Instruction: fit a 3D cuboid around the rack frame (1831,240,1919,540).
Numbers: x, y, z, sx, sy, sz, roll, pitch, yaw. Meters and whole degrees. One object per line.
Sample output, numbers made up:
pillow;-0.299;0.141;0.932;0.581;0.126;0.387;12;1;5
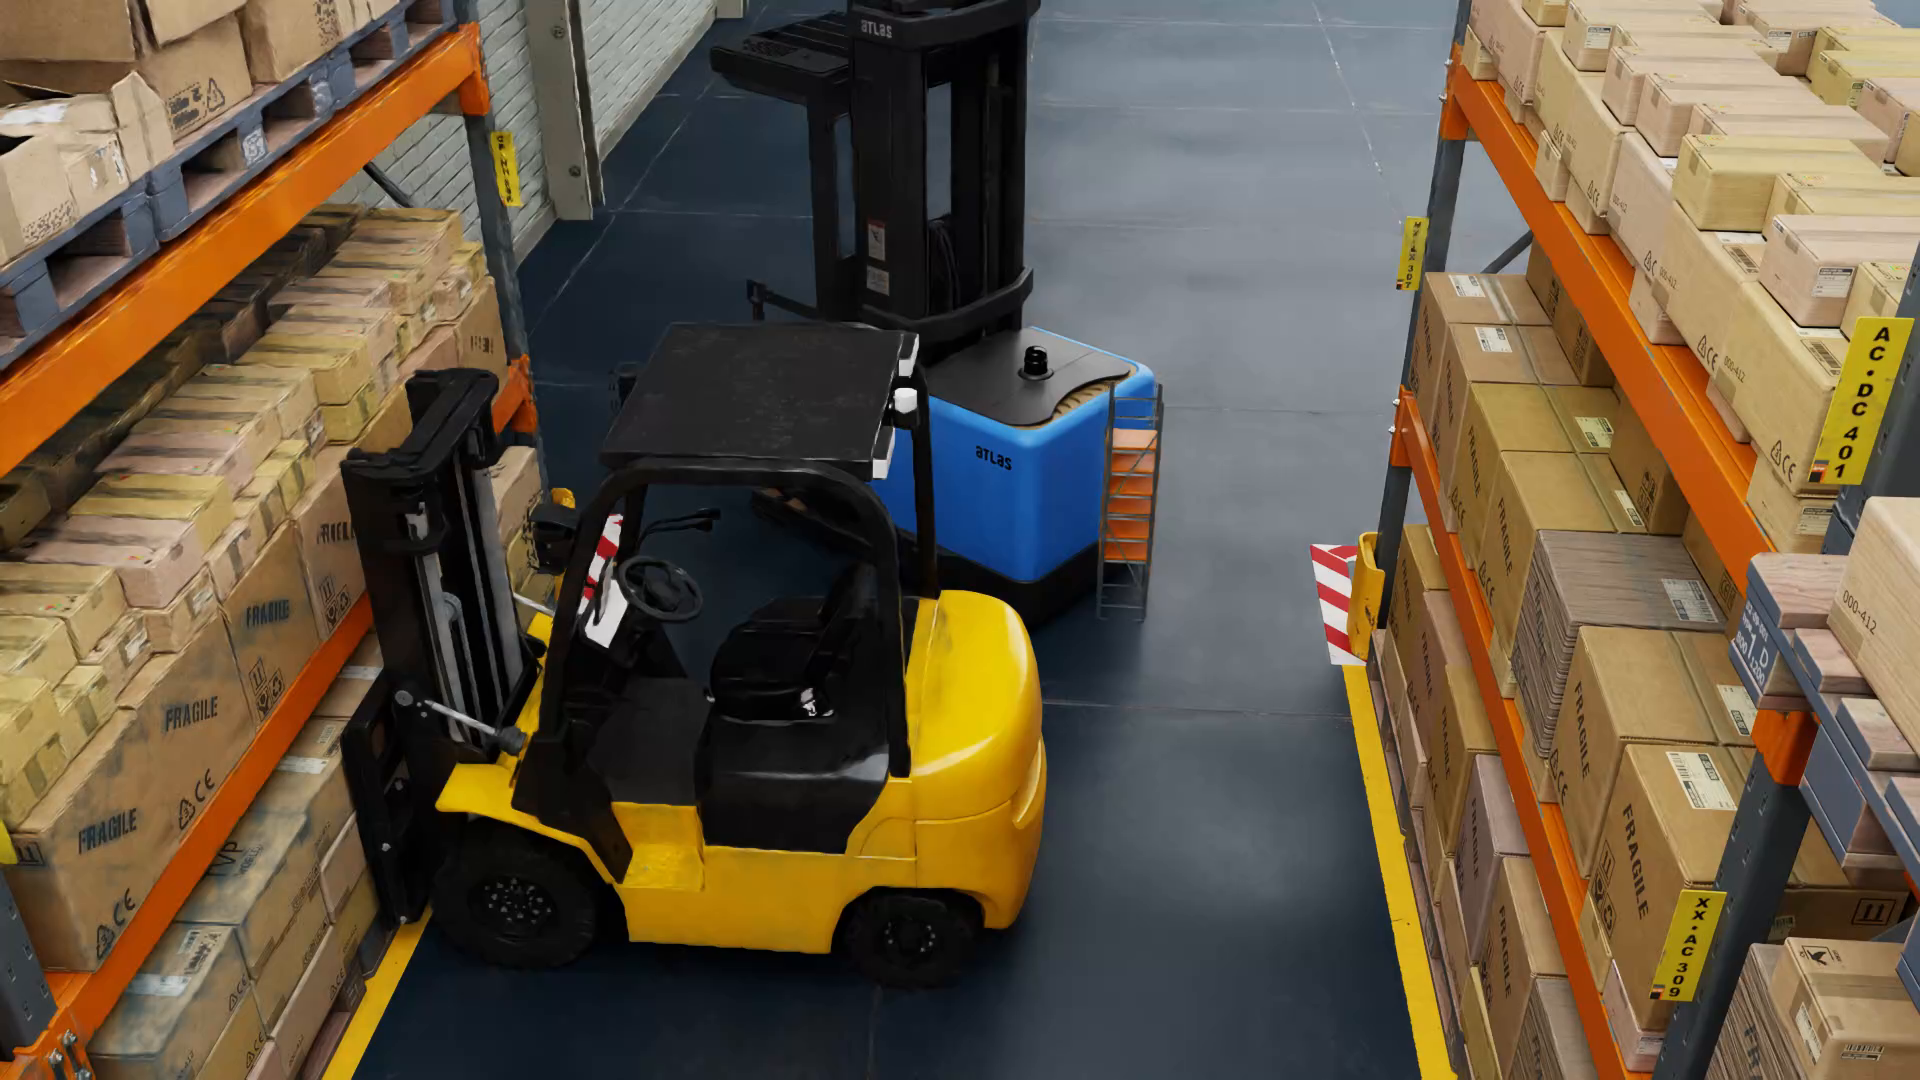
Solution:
rack frame;2.130;-1.279;2.248;1.000;3.000;0.127;2;32;4

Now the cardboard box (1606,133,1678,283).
cardboard box;1.994;-0.837;4.250;0.500;0.250;0.500;2;32;3

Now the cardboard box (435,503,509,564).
cardboard box;-2.254;0.061;7.060;0.500;0.250;0.500;3;32;5

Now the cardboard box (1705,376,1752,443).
cardboard box;1.957;-0.336;3.817;0.380;0.149;0.250;3;32;4

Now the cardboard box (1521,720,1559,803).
cardboard box;1.932;0.669;5.044;0.380;0.149;0.250;2;32;3

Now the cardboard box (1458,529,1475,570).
cardboard box;2.059;-0.006;6.140;0.380;0.149;0.250;3;32;5

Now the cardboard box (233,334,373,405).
cardboard box;-2.315;-0.604;5.874;0.380;0.149;0.250;3;32;5

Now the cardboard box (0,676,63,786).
cardboard box;-2.496;0.465;4.138;0.380;0.149;0.250;3;32;5

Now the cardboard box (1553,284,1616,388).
cardboard box;2.583;-0.871;5.972;0.700;0.500;0.500;3;32;4

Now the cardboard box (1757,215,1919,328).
cardboard box;1.883;-0.549;3.402;0.380;0.149;0.250;2;32;3

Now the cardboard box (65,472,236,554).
cardboard box;-2.435;-0.076;5.017;0.380;0.149;0.250;2;32;3

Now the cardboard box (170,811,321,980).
cardboard box;-2.414;1.124;5.334;0.500;0.250;0.500;3;32;4

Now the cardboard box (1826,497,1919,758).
cardboard box;1.683;0.171;2.496;0.500;0.250;0.500;2;32;3

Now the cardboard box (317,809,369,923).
cardboard box;-2.379;1.078;5.885;0.500;0.250;0.500;2;32;4

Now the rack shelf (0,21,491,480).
rack shelf;-2.655;-0.952;5.262;1.077;0.370;4.000;2;32;4

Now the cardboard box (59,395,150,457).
cardboard box;-2.905;-0.360;5.478;0.380;0.149;0.250;3;32;5

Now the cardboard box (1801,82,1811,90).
cardboard box;2.564;-1.079;4.642;0.500;0.250;0.500;3;32;4

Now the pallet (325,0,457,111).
pallet;-2.575;-1.898;6.195;1.003;0.211;1.213;2;32;4

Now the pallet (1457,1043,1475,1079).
pallet;2.149;2.109;5.126;1.003;0.211;1.213;2;32;4

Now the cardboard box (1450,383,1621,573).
cardboard box;2.061;-0.213;5.857;0.500;0.500;0.500;2;32;3

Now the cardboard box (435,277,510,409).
cardboard box;-2.270;-0.801;7.095;0.500;0.500;0.500;2;32;3

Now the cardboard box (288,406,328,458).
cardboard box;-2.431;-0.354;5.751;0.380;0.149;0.250;2;32;4

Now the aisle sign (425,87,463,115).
aisle sign;-2.194;-2.155;6.910;0.394;0.787;0.004;2;32;4

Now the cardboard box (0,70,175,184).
cardboard box;-2.394;-1.139;4.513;0.396;0.266;0.258;2;32;3

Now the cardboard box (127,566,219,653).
cardboard box;-2.422;0.192;4.866;0.380;0.149;0.250;3;32;5

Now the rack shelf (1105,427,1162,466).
rack shelf;0.801;-0.432;7.700;0.258;0.103;0.180;3;32;3

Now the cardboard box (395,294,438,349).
cardboard box;-2.314;-0.884;6.612;0.380;0.149;0.250;3;32;5

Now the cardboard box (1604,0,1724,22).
cardboard box;2.118;-1.627;5.151;0.380;0.149;0.250;2;32;4

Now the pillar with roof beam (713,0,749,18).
pillar with roof beam;1.821;-9.346;15.338;9.100;9.000;0.400;2;32;4

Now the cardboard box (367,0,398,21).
cardboard box;-2.257;-1.972;5.975;0.380;0.149;0.250;2;32;3

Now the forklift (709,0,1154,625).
forklift;-0.487;-1.483;8.363;3.031;2.935;1.130;24;39;34

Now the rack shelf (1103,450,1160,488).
rack shelf;0.799;-0.330;7.764;0.258;0.103;0.180;3;32;3

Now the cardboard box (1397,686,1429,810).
cardboard box;2.065;0.852;6.730;0.500;0.250;0.500;4;32;6

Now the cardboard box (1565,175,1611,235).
cardboard box;2.023;-1.012;4.913;0.380;0.149;0.250;2;32;3

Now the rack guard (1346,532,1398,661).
rack guard;2.449;0.287;7.807;1.175;0.500;0.348;2;32;4

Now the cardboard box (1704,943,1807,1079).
cardboard box;1.806;1.160;3.230;0.500;0.500;0.500;3;32;5

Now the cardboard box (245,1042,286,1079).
cardboard box;-2.448;1.818;5.162;0.500;0.250;0.500;3;32;4

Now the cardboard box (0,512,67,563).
cardboard box;-2.936;0.033;5.123;0.380;0.149;0.250;3;32;6

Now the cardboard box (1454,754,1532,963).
cardboard box;1.991;1.094;5.622;0.500;0.500;0.500;4;32;7

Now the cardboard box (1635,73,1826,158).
cardboard box;1.977;-1.091;4.282;0.380;0.149;0.250;3;32;5

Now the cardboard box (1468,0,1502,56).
cardboard box;2.149;-1.905;5.982;0.500;0.250;0.500;2;32;3

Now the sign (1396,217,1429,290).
sign;1.915;-1.208;7.027;0.100;0.325;0.005;2;32;4

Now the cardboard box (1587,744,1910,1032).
cardboard box;1.918;0.863;4.112;0.500;0.500;0.500;2;32;3

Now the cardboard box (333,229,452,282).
cardboard box;-2.300;-1.146;6.753;0.380;0.149;0.250;3;32;4

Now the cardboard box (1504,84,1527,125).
cardboard box;2.117;-1.549;5.785;0.380;0.149;0.250;3;32;5

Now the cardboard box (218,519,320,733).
cardboard box;-2.455;0.263;5.368;0.500;0.500;0.500;2;32;3

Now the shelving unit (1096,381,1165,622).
shelving unit;0.796;-0.165;7.868;0.258;1.200;0.189;3;32;3

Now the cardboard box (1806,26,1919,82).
cardboard box;2.631;-1.333;4.675;0.380;0.149;0.250;3;32;5

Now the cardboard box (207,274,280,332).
cardboard box;-2.829;-0.903;6.359;0.380;0.149;0.250;3;32;4

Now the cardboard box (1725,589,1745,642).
cardboard box;2.445;0.193;4.246;0.700;0.500;0.500;3;32;4
